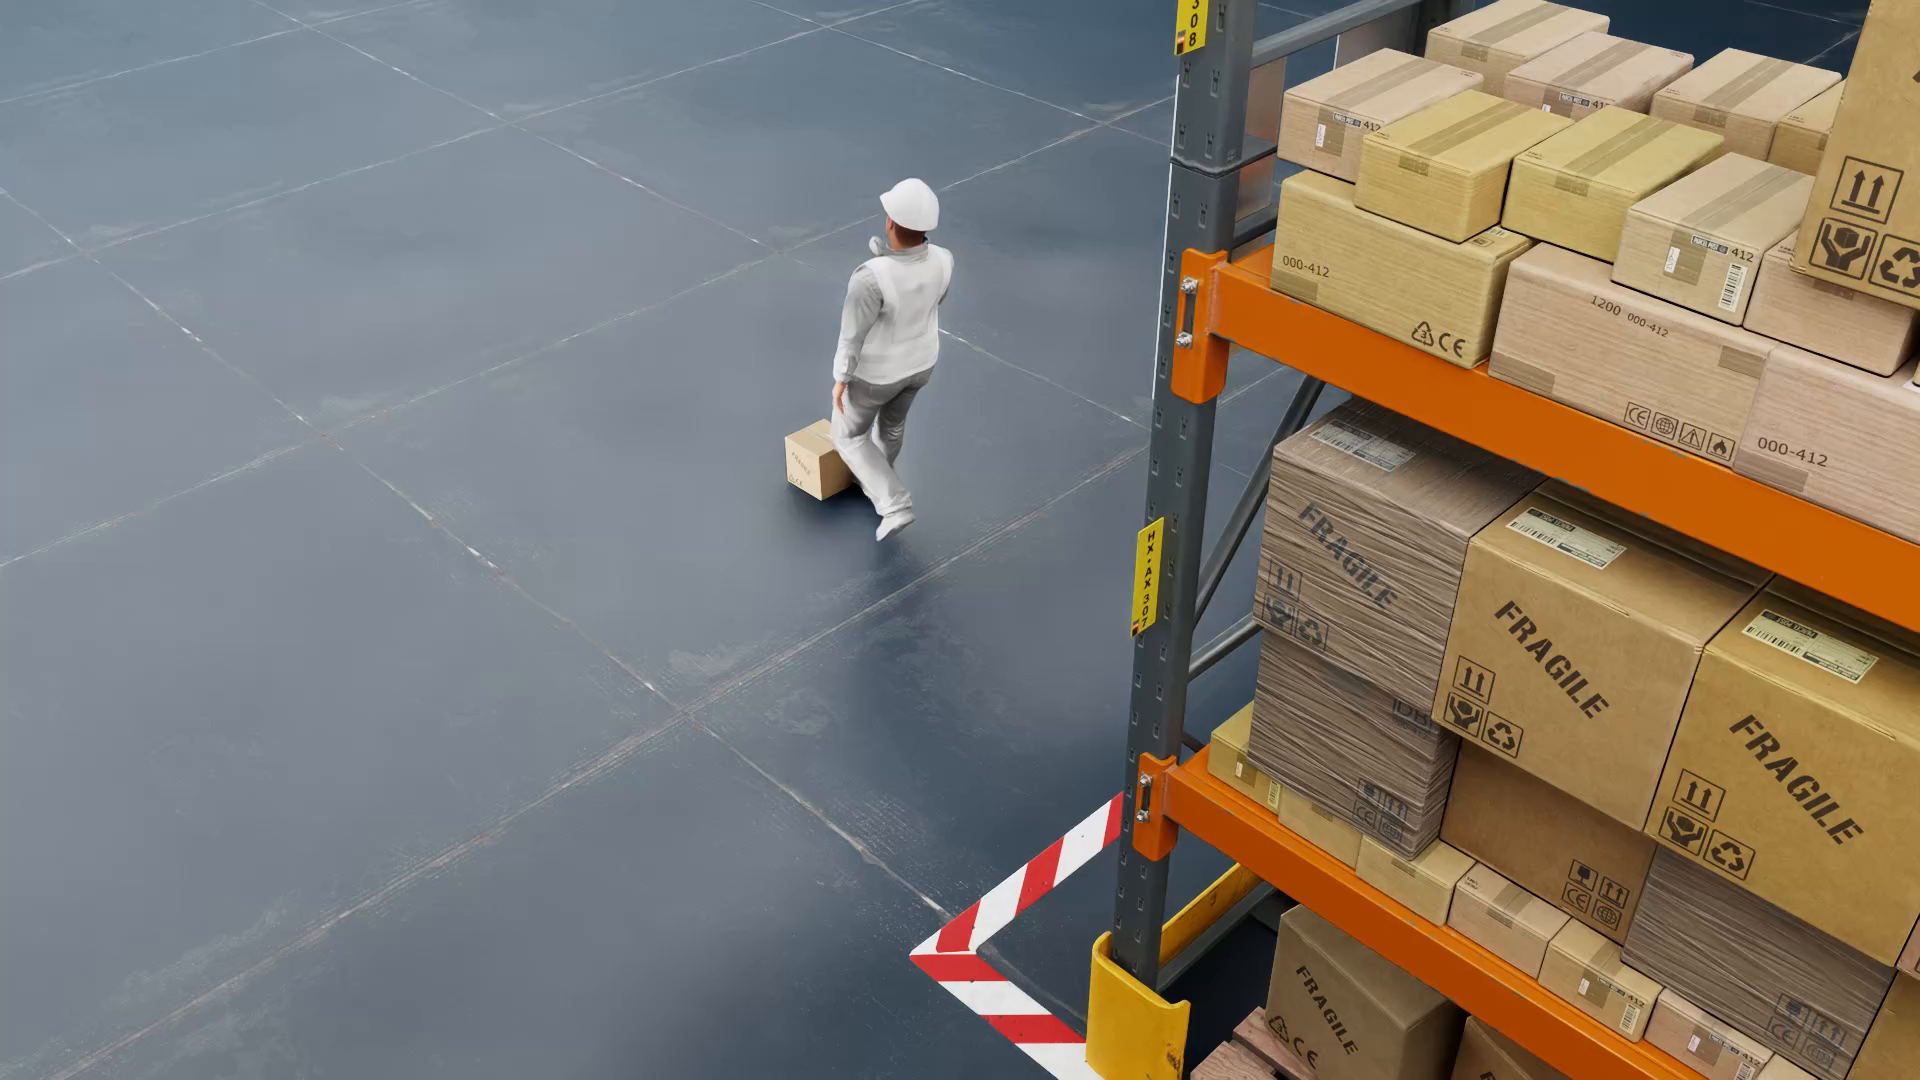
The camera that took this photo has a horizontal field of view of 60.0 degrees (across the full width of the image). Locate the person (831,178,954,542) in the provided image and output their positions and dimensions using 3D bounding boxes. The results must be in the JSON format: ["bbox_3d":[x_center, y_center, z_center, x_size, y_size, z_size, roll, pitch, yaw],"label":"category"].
[{"bbox_3d":[-0.364,-0.835,7.327,0.611,1.716,0.808,-23,41,-29],"label":"person"}]
